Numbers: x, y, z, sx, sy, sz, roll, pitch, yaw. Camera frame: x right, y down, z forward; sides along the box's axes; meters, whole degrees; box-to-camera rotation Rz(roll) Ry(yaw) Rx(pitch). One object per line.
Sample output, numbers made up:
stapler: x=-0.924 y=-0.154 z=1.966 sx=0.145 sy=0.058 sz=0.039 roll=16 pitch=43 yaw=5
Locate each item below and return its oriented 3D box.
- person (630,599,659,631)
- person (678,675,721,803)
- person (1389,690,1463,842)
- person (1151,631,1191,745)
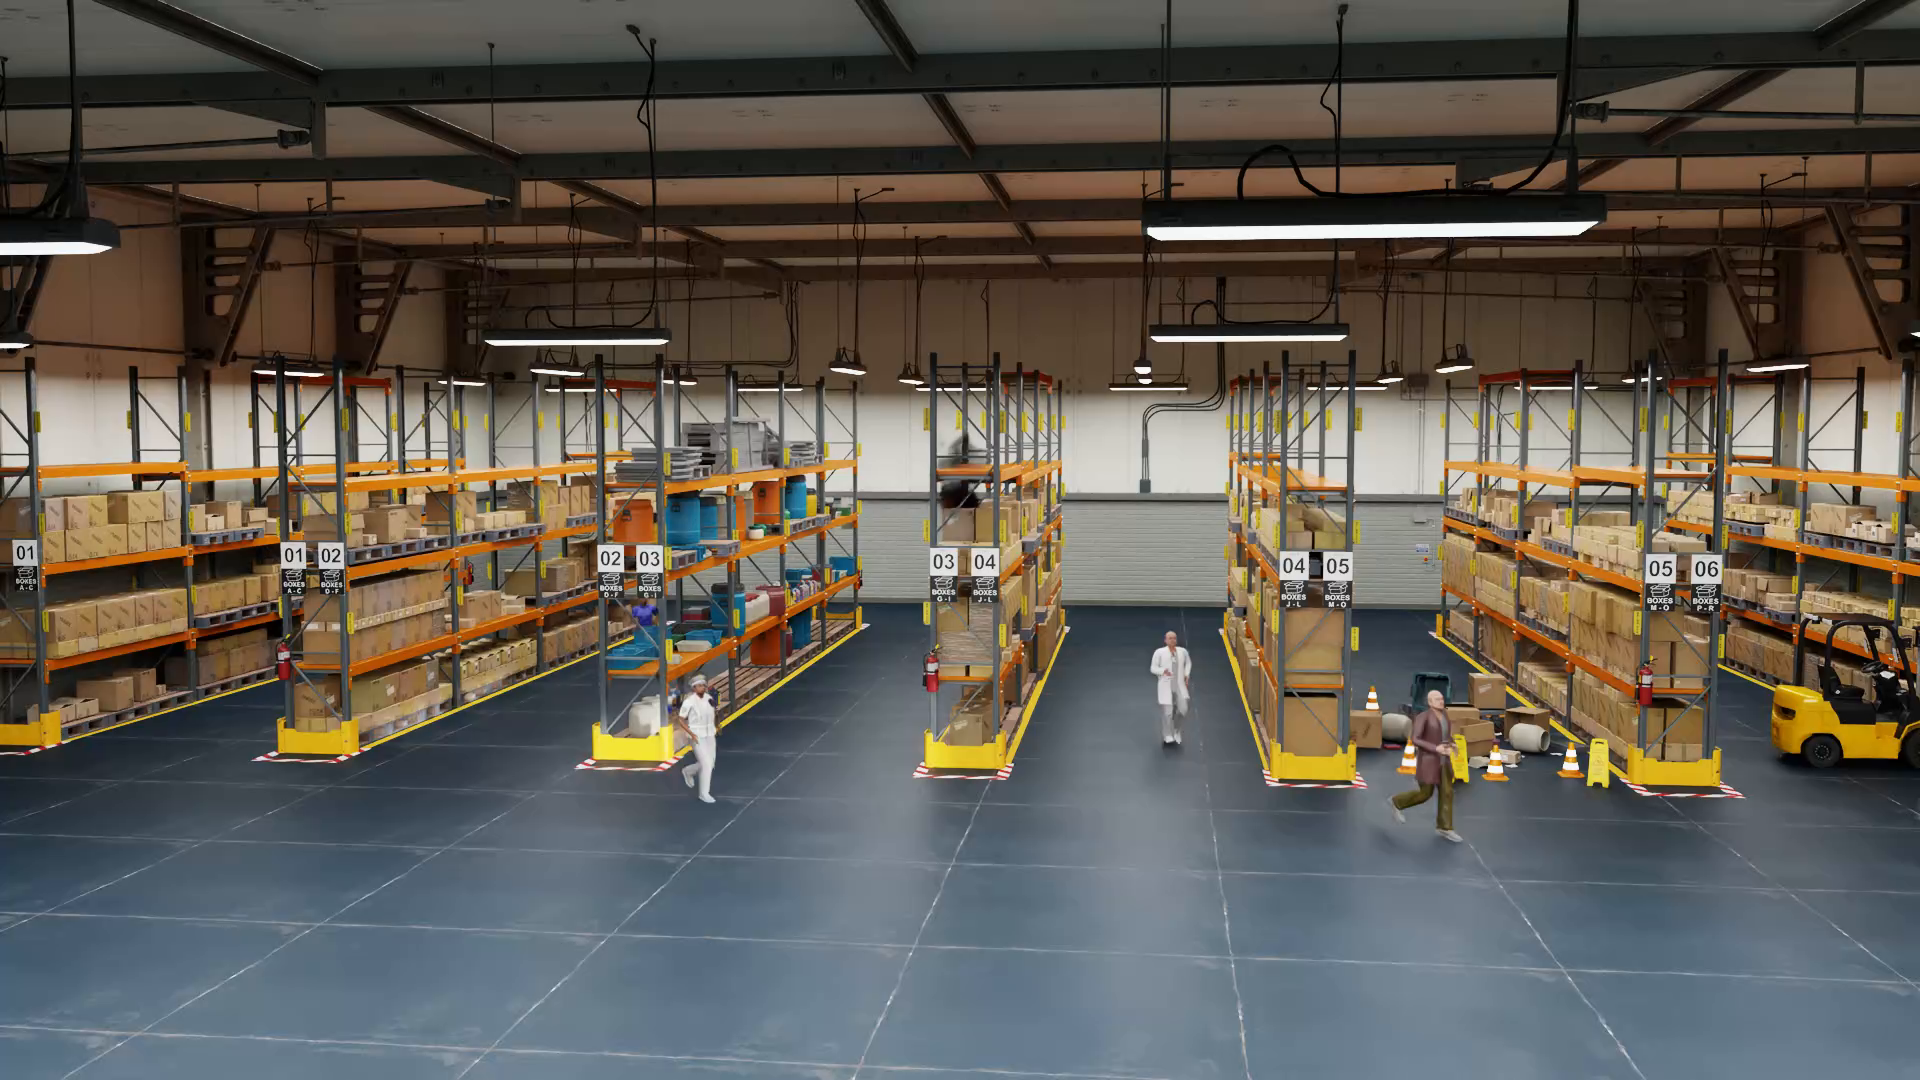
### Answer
person: x=-6.196 y=1.856 z=32.678 sx=0.581 sy=1.658 sz=0.920 roll=0 pitch=4 yaw=-7
person: x=-3.478 y=2.617 z=22.123 sx=0.677 sy=1.683 sz=0.581 roll=4 pitch=6 yaw=43
person: x=5.703 y=2.699 z=20.174 sx=0.718 sy=1.783 sz=0.989 roll=-3 pitch=5 yaw=-33
person: x=3.305 y=2.307 z=25.737 sx=0.693 sy=1.768 sz=0.682 roll=-1 pitch=4 yaw=-7
